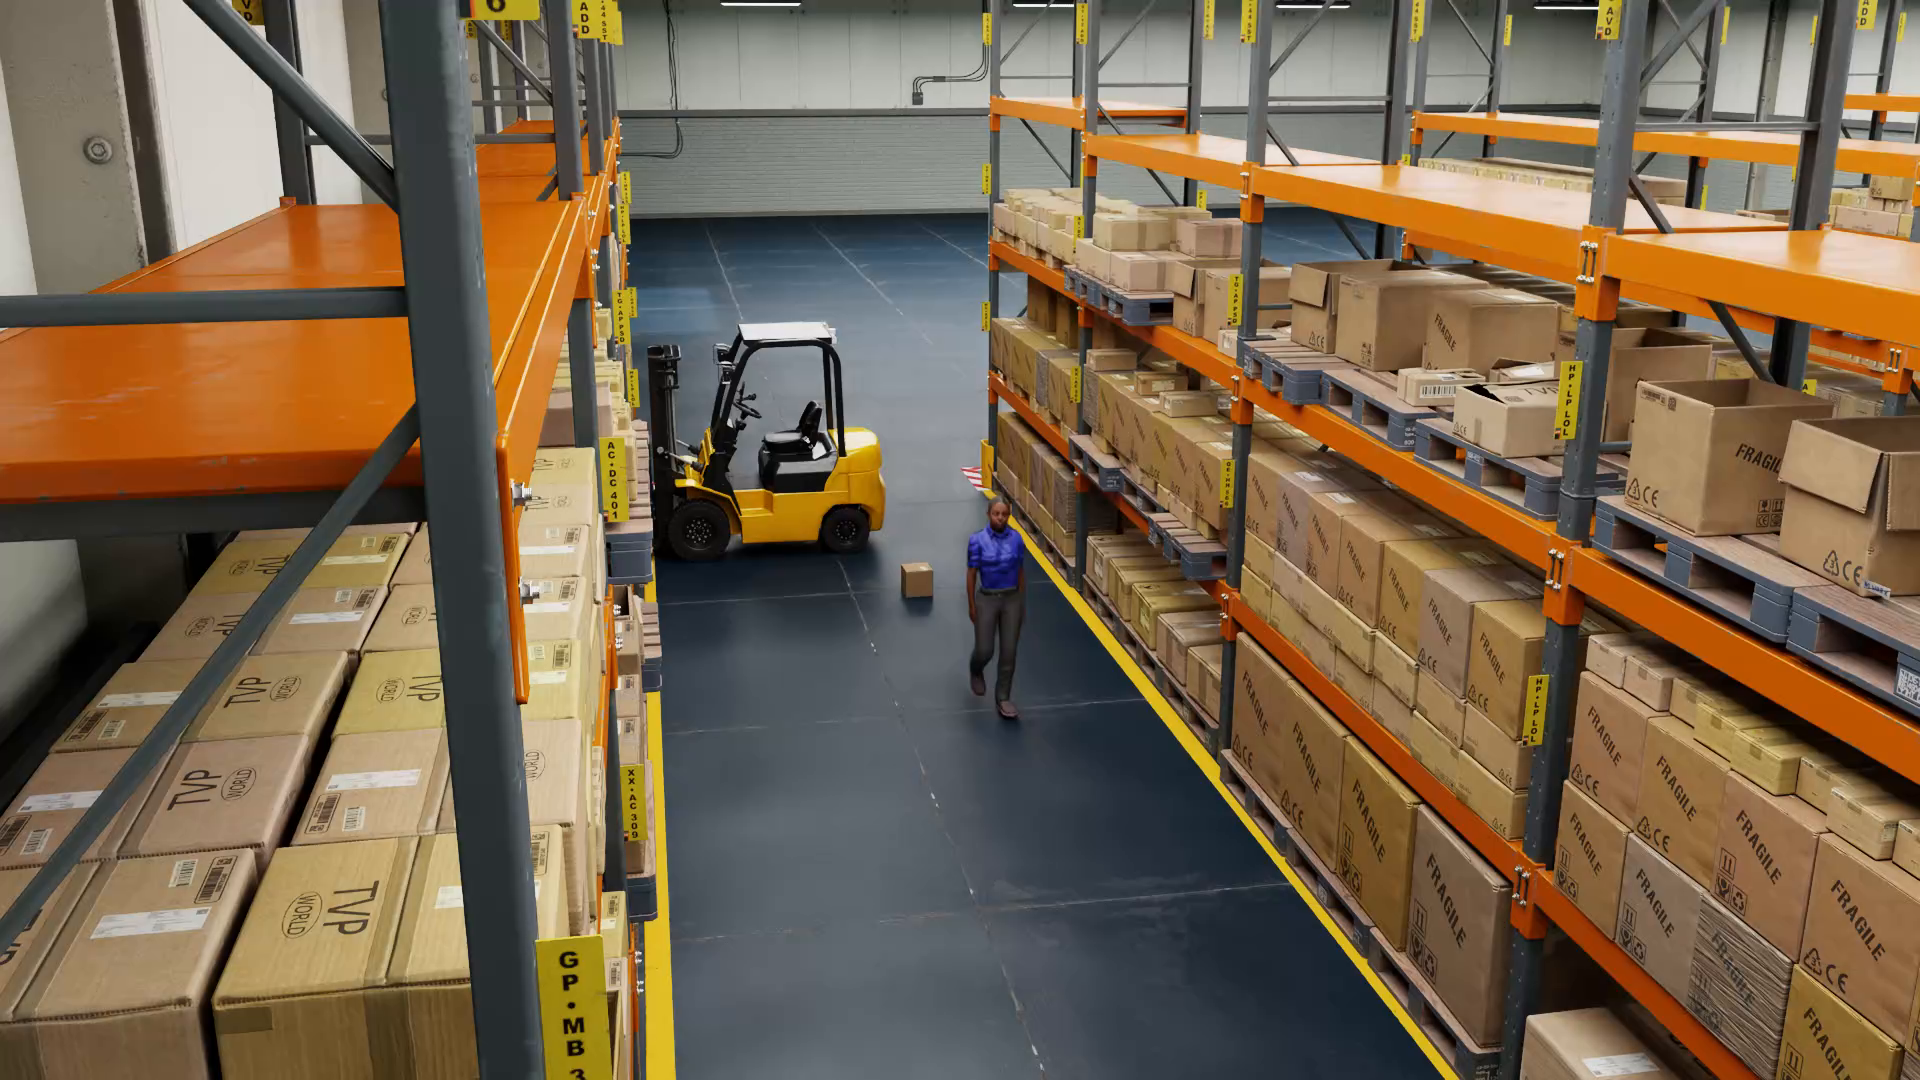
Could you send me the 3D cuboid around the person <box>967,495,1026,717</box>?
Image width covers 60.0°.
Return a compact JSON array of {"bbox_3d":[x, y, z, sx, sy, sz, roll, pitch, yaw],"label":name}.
[{"bbox_3d":[0.268,0.469,12.393,0.447,1.641,0.569,-4,17,-15],"label":"person"}]
